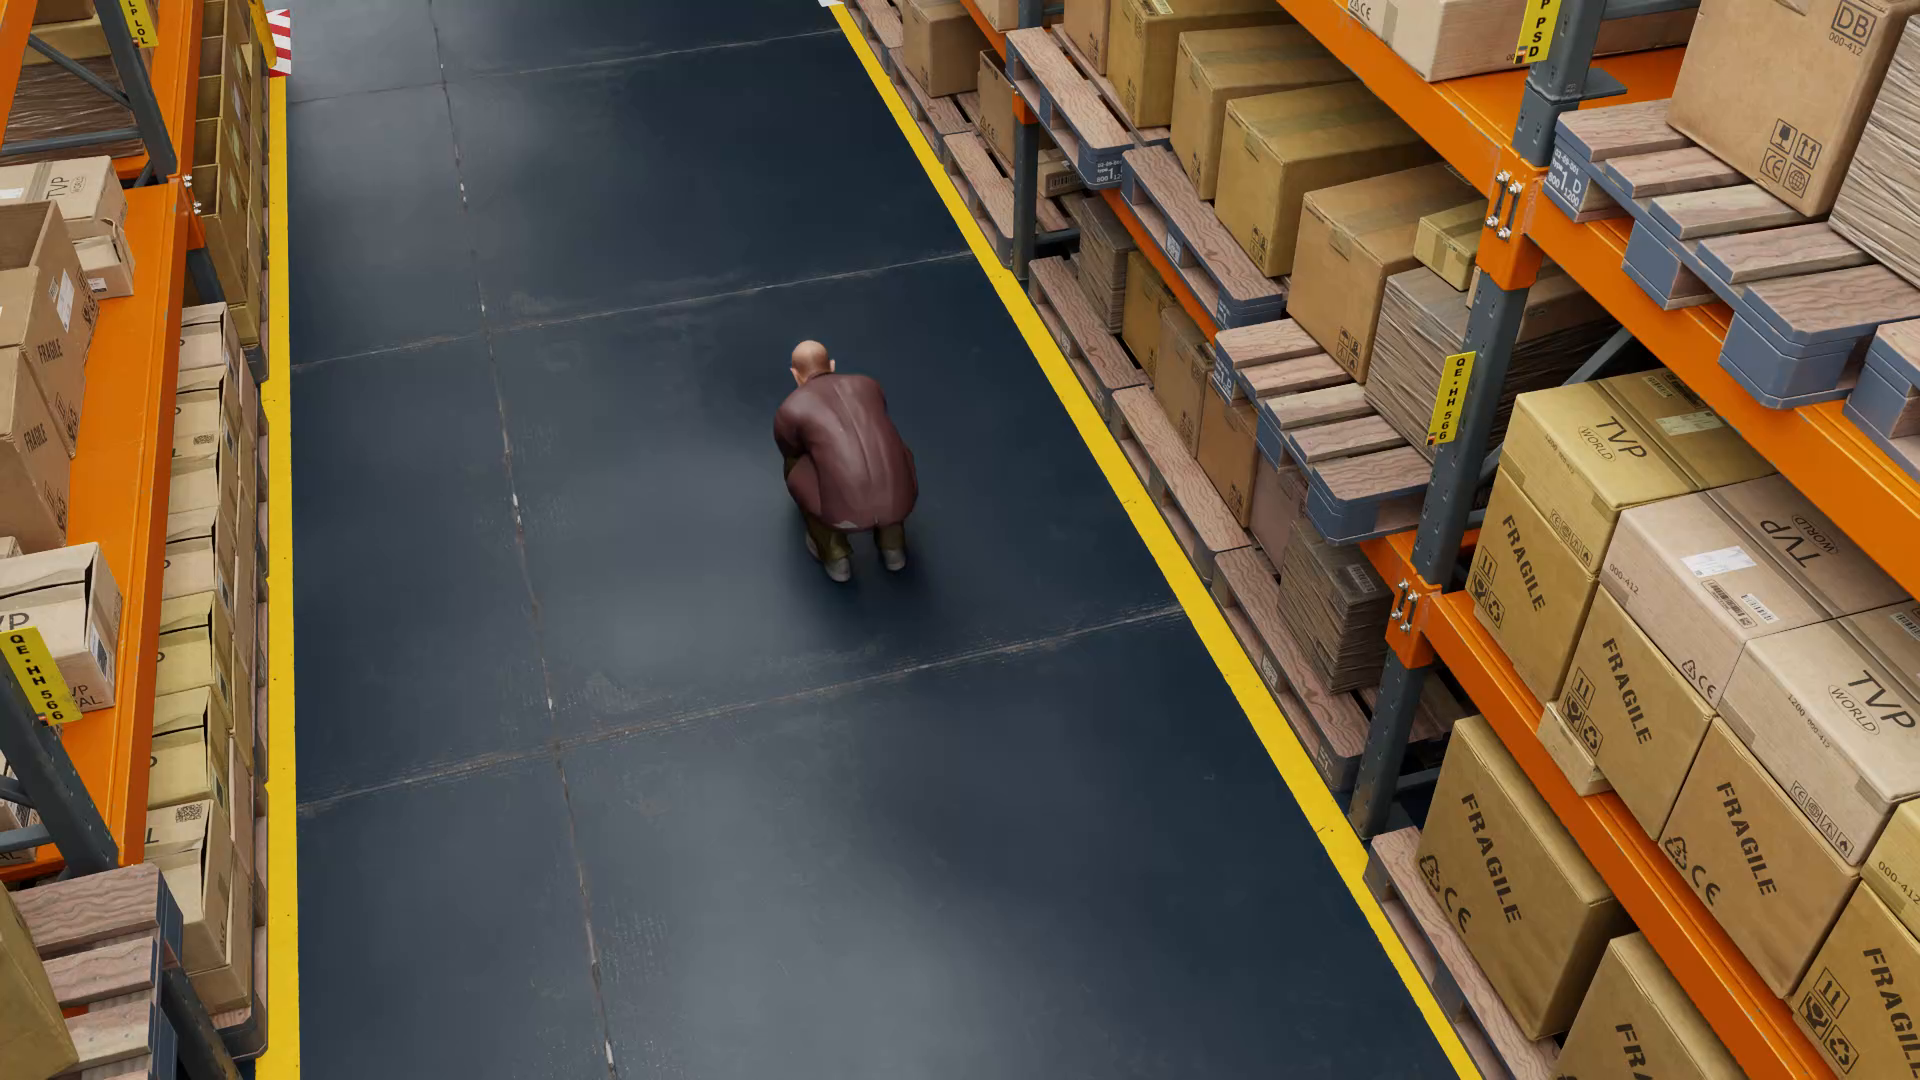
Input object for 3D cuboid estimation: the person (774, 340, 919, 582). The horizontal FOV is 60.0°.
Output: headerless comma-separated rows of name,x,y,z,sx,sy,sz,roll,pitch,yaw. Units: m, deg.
person,-0.498,-0.307,7.333,0.582,0.875,0.912,-12,43,-13
